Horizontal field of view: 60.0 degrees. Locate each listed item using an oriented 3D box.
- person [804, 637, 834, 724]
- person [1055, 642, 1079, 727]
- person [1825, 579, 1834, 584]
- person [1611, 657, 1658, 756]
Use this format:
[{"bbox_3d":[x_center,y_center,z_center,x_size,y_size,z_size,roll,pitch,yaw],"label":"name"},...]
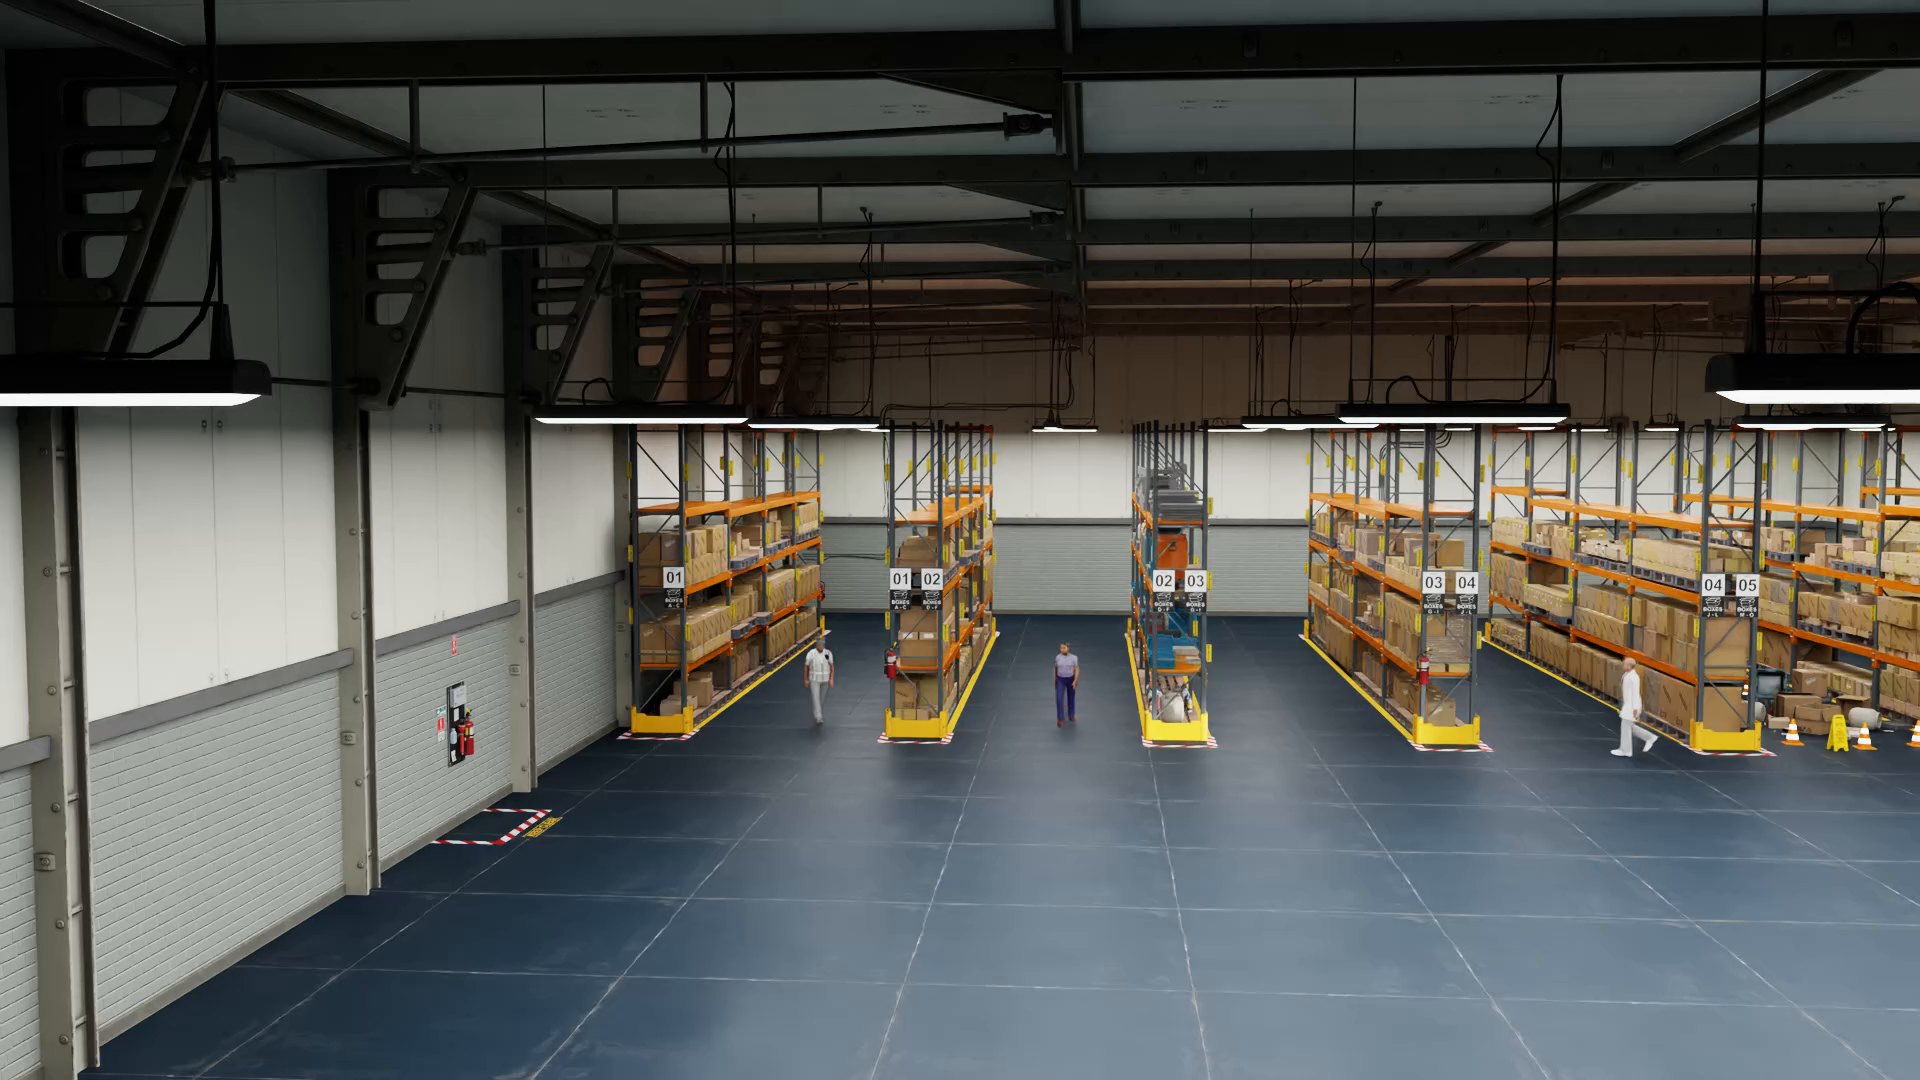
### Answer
[{"bbox_3d":[-2.758,2.763,32.924,0.557,1.695,1.053,-2,4,-28],"label":"person"},{"bbox_3d":[2.095,2.823,32.782,0.501,1.610,0.904,1,4,9],"label":"person"},{"bbox_3d":[24.449,1.916,46.706,0.628,1.663,0.494,0,4,3],"label":"person"},{"bbox_3d":[12.016,2.961,29.574,0.837,1.758,0.589,1,4,8],"label":"person"}]
